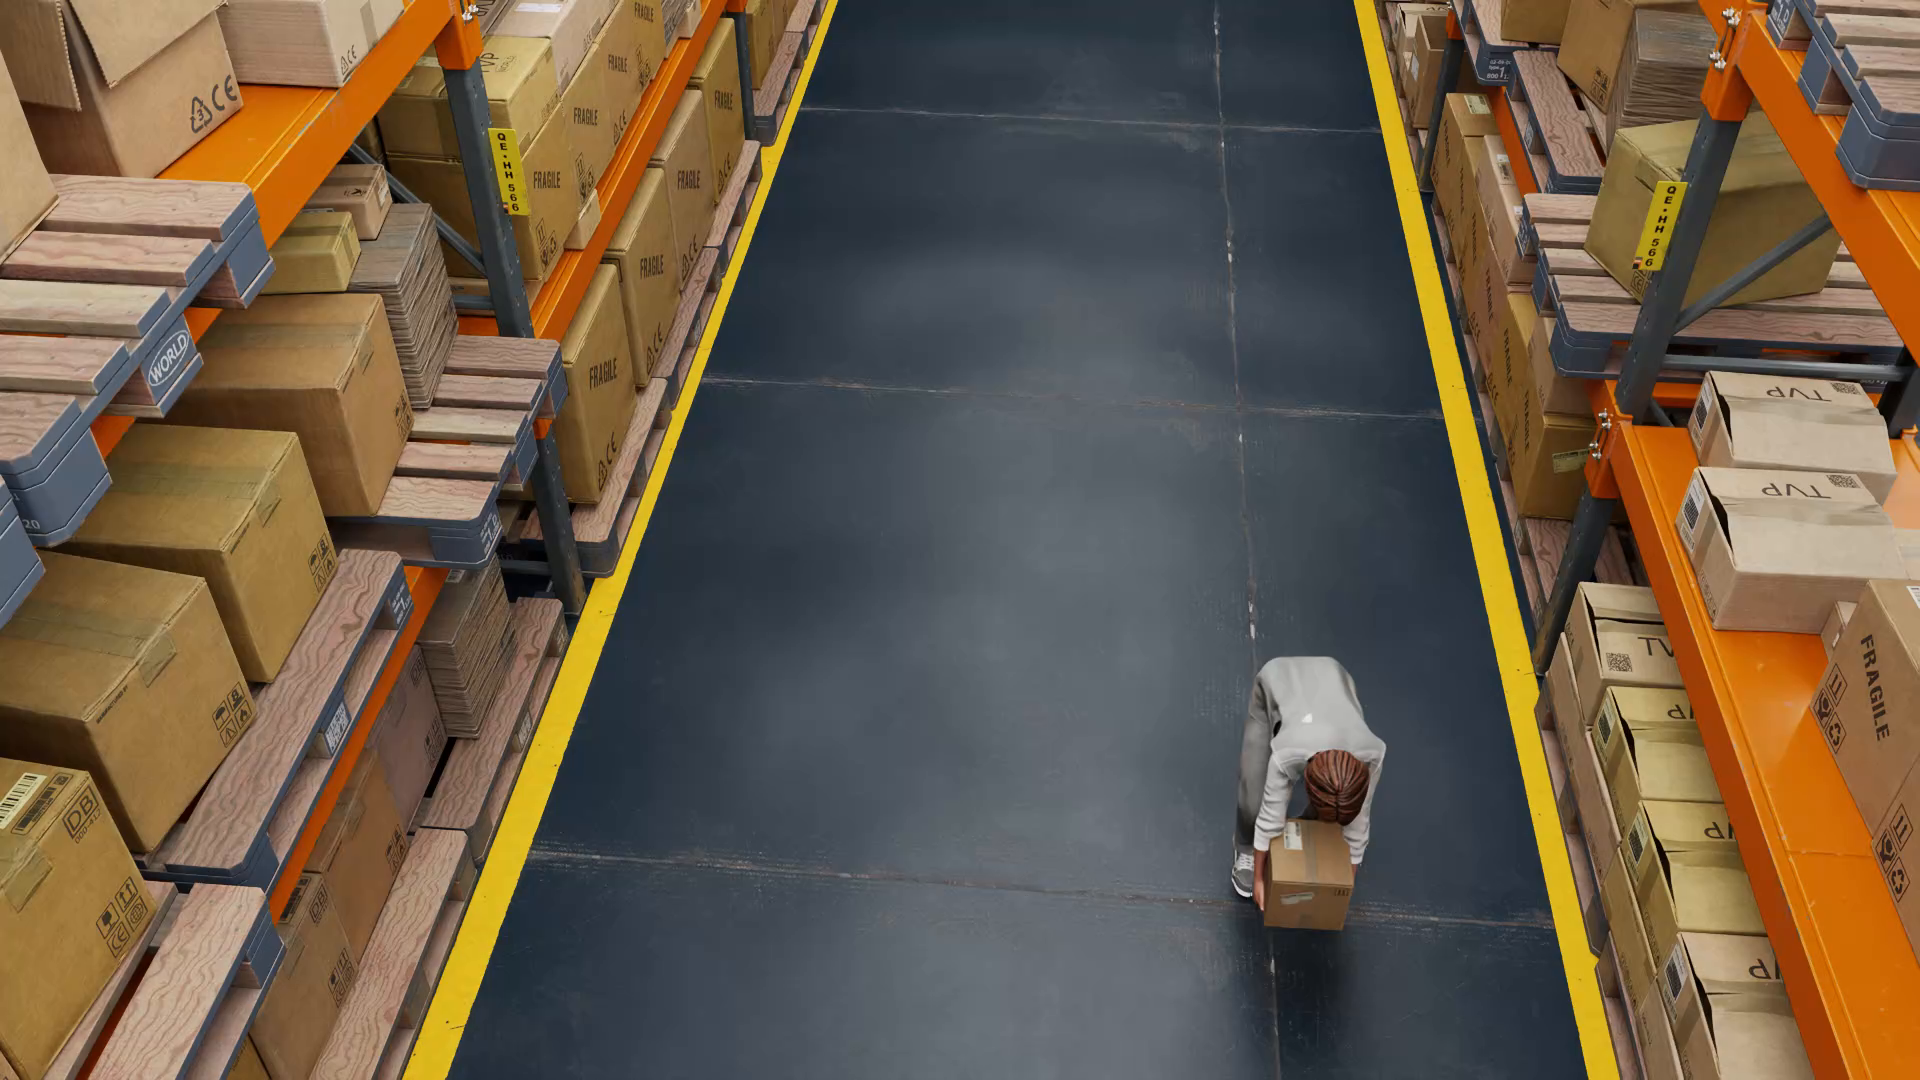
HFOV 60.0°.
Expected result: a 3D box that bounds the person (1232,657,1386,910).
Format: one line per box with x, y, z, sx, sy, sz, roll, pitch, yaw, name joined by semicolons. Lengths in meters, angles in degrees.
1.132;0.886;5.502;0.401;1.116;0.842;2;41;2;person
